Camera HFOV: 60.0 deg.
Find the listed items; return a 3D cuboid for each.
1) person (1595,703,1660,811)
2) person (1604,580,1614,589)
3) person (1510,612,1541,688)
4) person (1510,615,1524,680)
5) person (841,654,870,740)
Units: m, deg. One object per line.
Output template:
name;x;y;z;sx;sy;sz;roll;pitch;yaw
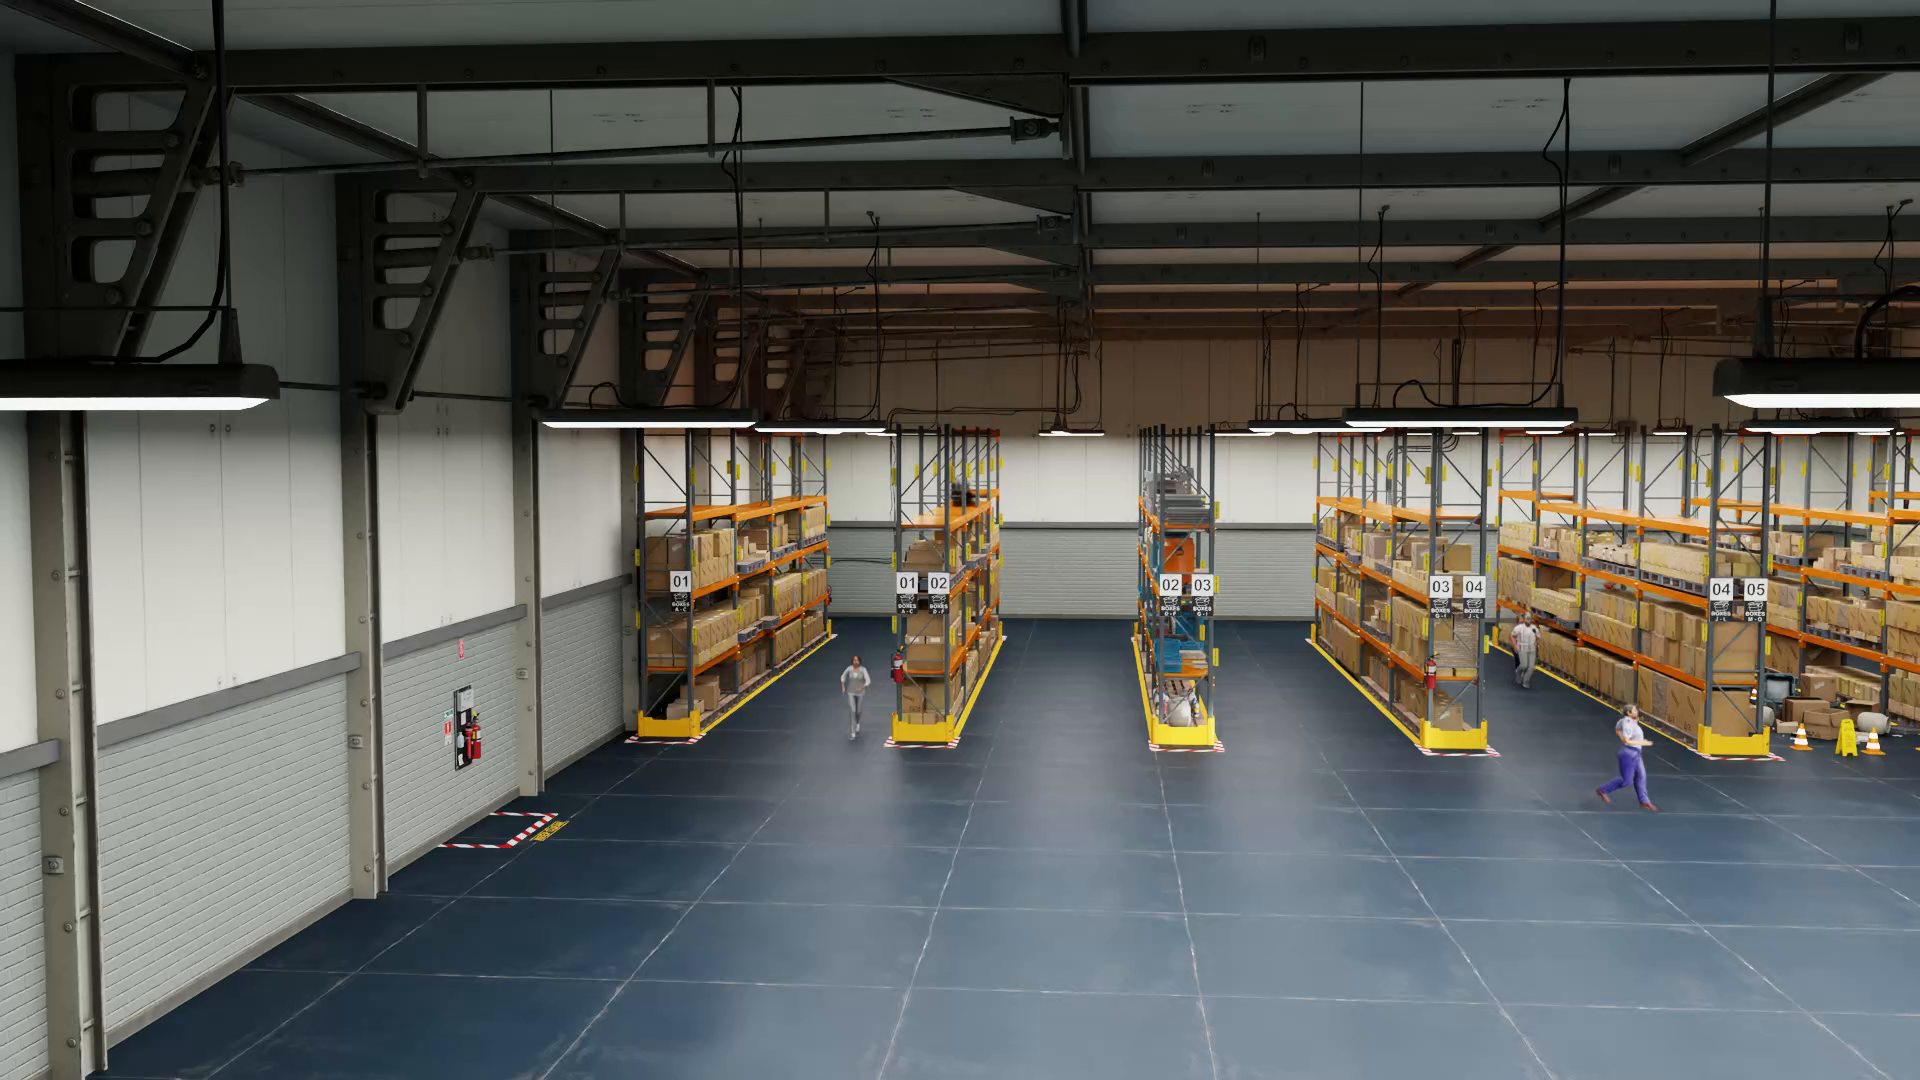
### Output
person;10.288;3.343;25.598;0.921;1.631;0.609;2;4;27
person;18.487;1.997;47.305;0.895;1.746;0.674;1;4;12
person;13.038;2.530;38.230;0.658;1.734;0.591;0;3;0
person;13.236;2.543;39.214;0.512;1.561;0.593;0;3;3
person;-2.003;2.985;31.910;0.558;1.601;0.754;0;3;-6
